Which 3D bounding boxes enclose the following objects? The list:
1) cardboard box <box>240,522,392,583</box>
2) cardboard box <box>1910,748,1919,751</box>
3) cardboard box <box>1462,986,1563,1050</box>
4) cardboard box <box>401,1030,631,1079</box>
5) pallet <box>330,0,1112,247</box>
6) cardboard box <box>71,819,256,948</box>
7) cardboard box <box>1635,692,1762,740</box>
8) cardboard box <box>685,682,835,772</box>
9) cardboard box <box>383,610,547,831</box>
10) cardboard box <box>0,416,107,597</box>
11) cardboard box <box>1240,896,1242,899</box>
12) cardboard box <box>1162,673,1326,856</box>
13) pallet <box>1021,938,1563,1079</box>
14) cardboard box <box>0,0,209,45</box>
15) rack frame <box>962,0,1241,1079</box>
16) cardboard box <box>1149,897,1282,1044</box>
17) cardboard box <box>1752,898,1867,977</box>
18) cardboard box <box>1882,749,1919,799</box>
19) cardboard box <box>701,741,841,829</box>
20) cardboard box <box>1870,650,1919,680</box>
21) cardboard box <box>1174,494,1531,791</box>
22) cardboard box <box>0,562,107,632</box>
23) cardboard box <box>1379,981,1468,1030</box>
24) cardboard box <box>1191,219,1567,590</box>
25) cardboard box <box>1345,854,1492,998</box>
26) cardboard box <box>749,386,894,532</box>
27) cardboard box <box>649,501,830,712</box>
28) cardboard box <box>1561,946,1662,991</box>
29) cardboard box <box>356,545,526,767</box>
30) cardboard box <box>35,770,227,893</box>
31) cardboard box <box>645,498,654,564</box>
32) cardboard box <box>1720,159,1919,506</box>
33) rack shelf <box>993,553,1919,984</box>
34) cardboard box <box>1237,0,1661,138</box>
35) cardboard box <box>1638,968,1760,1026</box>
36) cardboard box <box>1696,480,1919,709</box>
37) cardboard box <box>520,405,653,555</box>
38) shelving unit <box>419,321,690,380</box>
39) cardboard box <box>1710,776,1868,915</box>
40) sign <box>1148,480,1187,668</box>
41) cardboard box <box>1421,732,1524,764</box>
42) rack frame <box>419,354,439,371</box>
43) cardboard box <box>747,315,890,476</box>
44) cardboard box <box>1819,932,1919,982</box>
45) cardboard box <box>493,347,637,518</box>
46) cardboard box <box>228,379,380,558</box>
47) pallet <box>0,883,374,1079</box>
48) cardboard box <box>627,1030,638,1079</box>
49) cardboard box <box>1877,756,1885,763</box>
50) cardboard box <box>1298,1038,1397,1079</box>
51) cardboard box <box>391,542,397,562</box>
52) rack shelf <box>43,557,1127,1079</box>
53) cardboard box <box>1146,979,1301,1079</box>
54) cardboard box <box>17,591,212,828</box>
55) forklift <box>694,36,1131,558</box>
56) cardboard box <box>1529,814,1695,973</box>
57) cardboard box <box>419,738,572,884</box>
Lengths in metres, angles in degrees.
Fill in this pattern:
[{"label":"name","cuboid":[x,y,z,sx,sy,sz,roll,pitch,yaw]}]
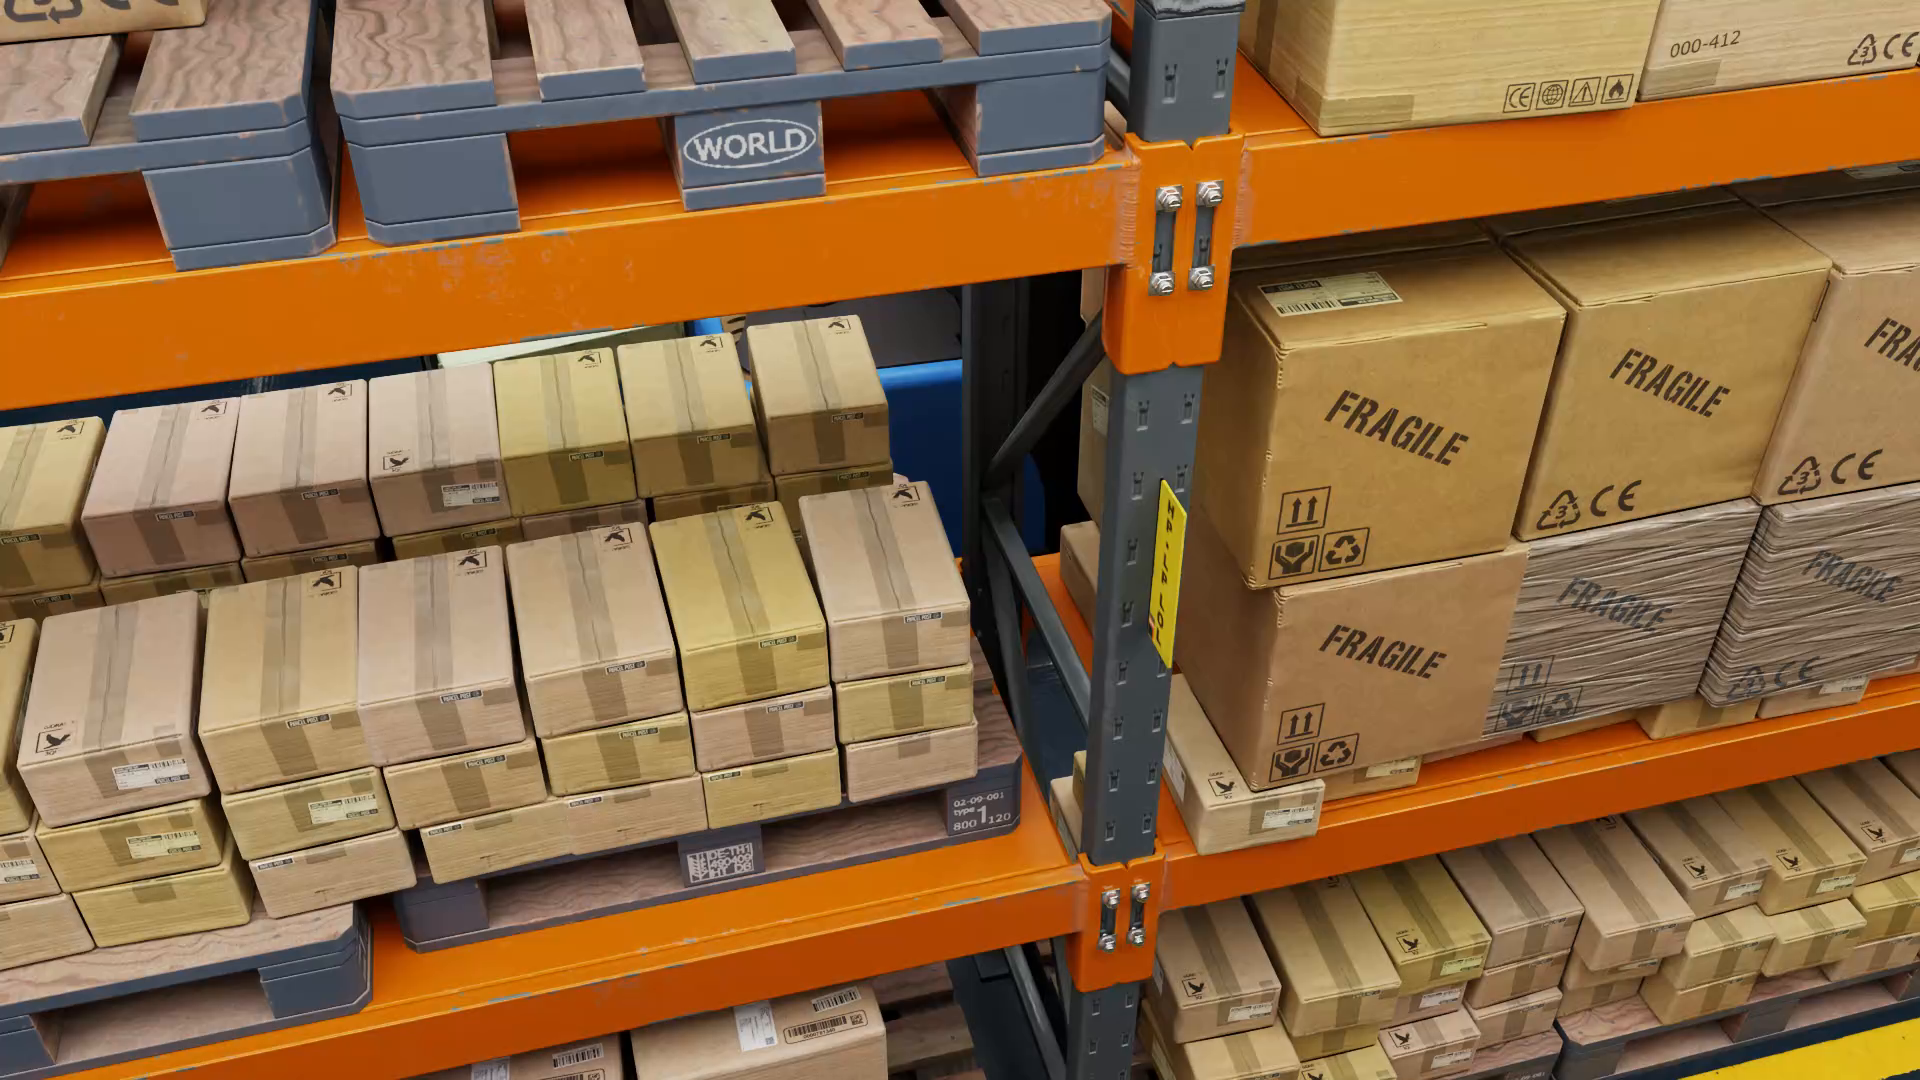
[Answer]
[{"label":"cardboard box","cuboid":[-1.317,-0.029,3.435,0.250,0.149,0.380,-8,38,-10]},{"label":"cardboard box","cuboid":[2.832,0.725,4.589,0.250,0.149,0.380,-10,38,-12]},{"label":"cardboard box","cuboid":[1.344,1.110,4.331,0.250,0.149,0.380,-10,39,-13]},{"label":"cardboard box","cuboid":[-0.960,1.063,3.486,0.500,0.250,0.500,-8,38,-10]},{"label":"pallet","cuboid":[-0.431,-0.887,2.626,1.003,0.211,1.213,-9,38,-12]},{"label":"cardboard box","cuboid":[-1.396,0.515,2.969,0.250,0.149,0.380,-8,38,-10]},{"label":"cardboard box","cuboid":[1.550,0.243,3.670,0.250,0.149,0.380,-9,38,-11]},{"label":"cardboard box","cuboid":[-0.394,0.231,3.096,0.250,0.149,0.380,-9,38,-12]},{"label":"cardboard box","cuboid":[-0.897,0.314,2.986,0.250,0.149,0.380,-11,39,-13]},{"label":"cardboard box","cuboid":[-1.815,-0.066,3.238,0.250,0.149,0.380,-8,38,-11]},{"label":"cardboard box","cuboid":[0.755,0.906,4.597,0.250,0.149,0.380,-8,38,-11]},{"label":"cardboard box","cuboid":[0.552,0.442,3.411,0.250,0.149,0.380,-8,38,-10]},{"label":"pallet","cuboid":[0.832,1.175,4.540,1.213,0.211,1.003,-9,38,-12]},{"label":"cardboard box","cuboid":[-1.333,-1.037,2.237,0.637,0.503,0.797,-10,38,-13]},{"label":"rack frame","cuboid":[0.193,0.195,3.526,0.127,3.000,1.000,-9,38,-12]},{"label":"cardboard box","cuboid":[0.580,0.991,3.997,0.250,0.149,0.380,-8,38,-10]},{"label":"cardboard box","cuboid":[2.111,0.922,4.332,0.250,0.149,0.380,-9,38,-11]},{"label":"cardboard box","cuboid":[2.624,0.724,4.346,0.250,0.149,0.380,-8,38,-10]},{"label":"cardboard box","cuboid":[-0.389,0.348,3.187,0.250,0.149,0.380,-9,38,-12]},{"label":"cardboard box","cuboid":[2.057,0.135,3.812,0.250,0.149,0.380,-8,38,-10]},{"label":"cardboard box","cuboid":[0.737,0.106,3.315,0.500,0.500,0.500,-10,39,-13]},{"label":"cardboard box","cuboid":[-1.817,0.051,3.330,0.250,0.149,0.380,-10,39,-13]},{"label":"cardboard box","cuboid":[1.073,1.020,4.204,0.250,0.149,0.380,-10,38,-12]},{"label":"cardboard box","cuboid":[0.692,-0.289,3.009,0.500,0.500,0.500,-8,38,-11]},{"label":"cardboard box","cuboid":[1.092,0.913,4.099,0.250,0.149,0.380,-10,39,-13]},{"label":"cardboard box","cuboid":[-0.307,-0.198,3.656,0.250,0.149,0.380,-9,38,-11]},{"label":"cardboard box","cuboid":[-0.403,0.113,3.005,0.250,0.149,0.380,-10,39,-13]},{"label":"cardboard box","cuboid":[1.606,0.949,4.296,0.250,0.149,0.380,-8,38,-10]},{"label":"cardboard box","cuboid":[-0.906,0.194,2.899,0.250,0.149,0.380,-9,38,-12]},{"label":"cardboard box","cuboid":[-1.411,0.399,2.875,0.250,0.149,0.380,-9,38,-12]},{"label":"cardboard box","cuboid":[-0.573,-0.032,3.684,0.250,0.149,0.380,-9,38,-11]},{"label":"cardboard box","cuboid":[1.683,-0.441,3.208,0.500,0.500,0.500,-9,38,-11]},{"label":"rack shelf","cuboid":[2.124,0.164,4.159,4.000,0.370,1.077,-9,38,-12]},{"label":"cardboard box","cuboid":[0.709,-0.855,2.554,0.500,0.250,0.500,-7,38,-10]},{"label":"cardboard box","cuboid":[1.870,1.062,4.394,0.250,0.149,0.380,-10,39,-13]},{"label":"cardboard box","cuboid":[1.708,-0.035,3.500,0.500,0.500,0.500,-10,39,-13]},{"label":"cardboard box","cuboid":[-0.806,-0.114,3.547,0.250,0.149,0.380,-8,38,-11]},{"label":"shelving unit","cuboid":[-1.241,-0.244,5.335,0.755,1.500,0.431,-16,40,-19]},{"label":"cardboard box","cuboid":[2.095,0.758,4.301,0.250,0.149,0.380,-9,38,-12]},{"label":"sign","cuboid":[0.341,0.060,2.750,0.005,0.325,0.100,-9,38,-12]},{"label":"cardboard box","cuboid":[1.026,0.284,3.616,0.250,0.149,0.380,-11,39,-14]},{"label":"rack frame","cuboid":[-1.573,-0.152,5.214,0.023,1.500,0.400,-16,40,-19]},{"label":"cardboard box","cuboid":[-0.307,-0.316,3.566,0.250,0.149,0.380,-7,38,-10]},{"label":"cardboard box","cuboid":[2.367,0.979,4.502,0.250,0.149,0.380,-9,38,-11]},{"label":"cardboard box","cuboid":[-0.823,-0.229,3.452,0.250,0.149,0.380,-9,38,-12]},{"label":"cardboard box","cuboid":[-1.312,-0.150,3.349,0.250,0.149,0.380,-10,38,-12]},{"label":"pallet","cuboid":[-1.768,0.567,3.198,1.213,0.211,1.003,-9,38,-12]},{"label":"cardboard box","cuboid":[-0.951,1.367,3.706,0.500,0.500,0.500,-10,39,-13]},{"label":"cardboard box","cuboid":[2.482,0.517,4.862,0.250,0.149,0.380,-11,39,-14]},{"label":"cardboard box","cuboid":[0.885,1.249,4.149,0.250,0.149,0.380,-8,38,-11]},{"label":"cardboard box","cuboid":[-1.304,0.085,3.531,0.250,0.149,0.380,-11,39,-14]},{"label":"rack shelf","cuboid":[-1.738,0.797,3.331,4.000,0.370,1.077,-9,38,-12]},{"label":"cardboard box","cuboid":[0.626,1.172,4.004,0.250,0.149,0.380,-8,38,-10]},{"label":"cardboard box","cuboid":[-1.402,0.276,2.792,0.250,0.149,0.380,-11,39,-14]},{"label":"forklift","cuboid":[0.613,-1.252,5.475,3.031,2.935,1.130,-8,38,-11]},{"label":"cardboard box","cuboid":[1.605,0.866,4.160,0.250,0.149,0.380,-9,38,-11]},{"label":"cardboard box","cuboid":[-0.873,0.426,3.085,0.250,0.149,0.380,-11,39,-14]}]
